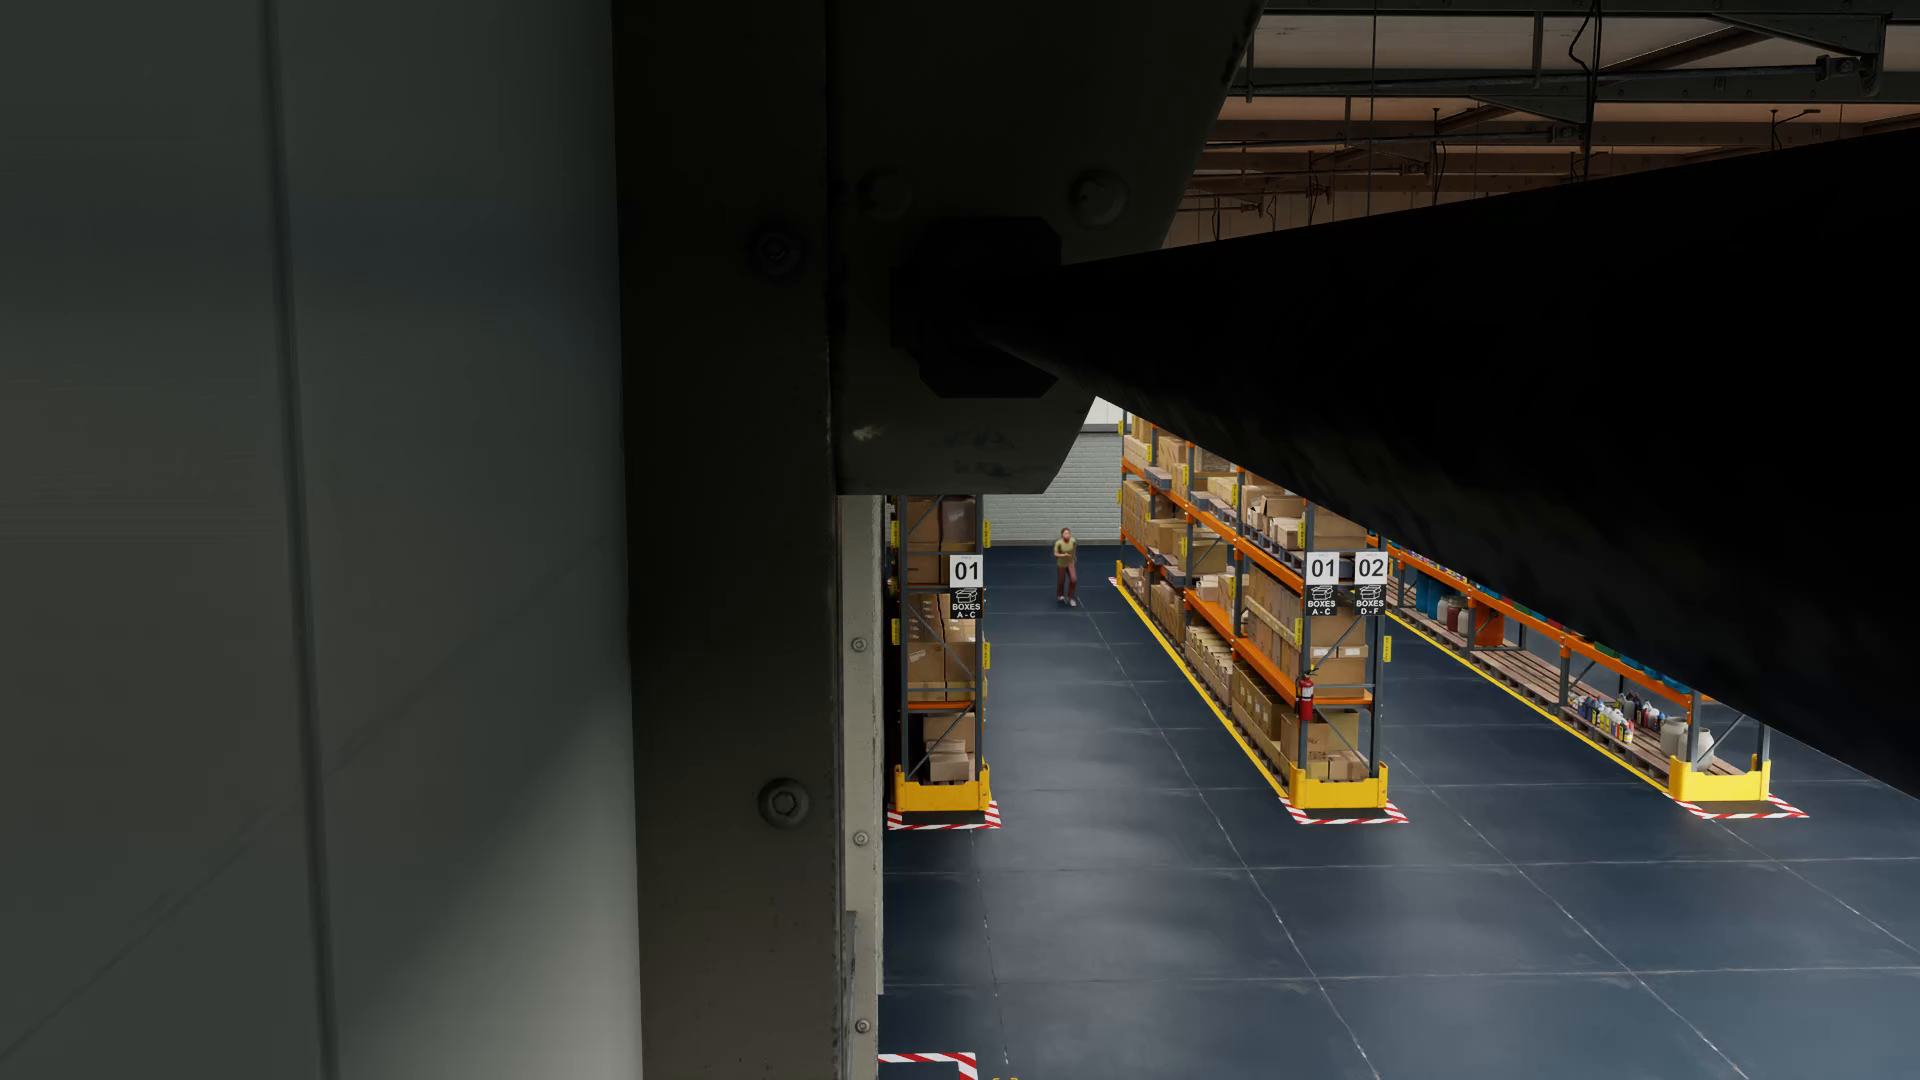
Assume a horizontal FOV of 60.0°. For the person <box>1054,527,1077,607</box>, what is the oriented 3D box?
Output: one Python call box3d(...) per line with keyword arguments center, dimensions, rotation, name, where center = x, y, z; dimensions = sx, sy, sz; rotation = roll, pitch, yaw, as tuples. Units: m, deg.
box3d(center=(2.143, 0.524, 33.946), dimensions=(0.512, 1.616, 0.914), rotation=(-1, 8, -7), name="person")
